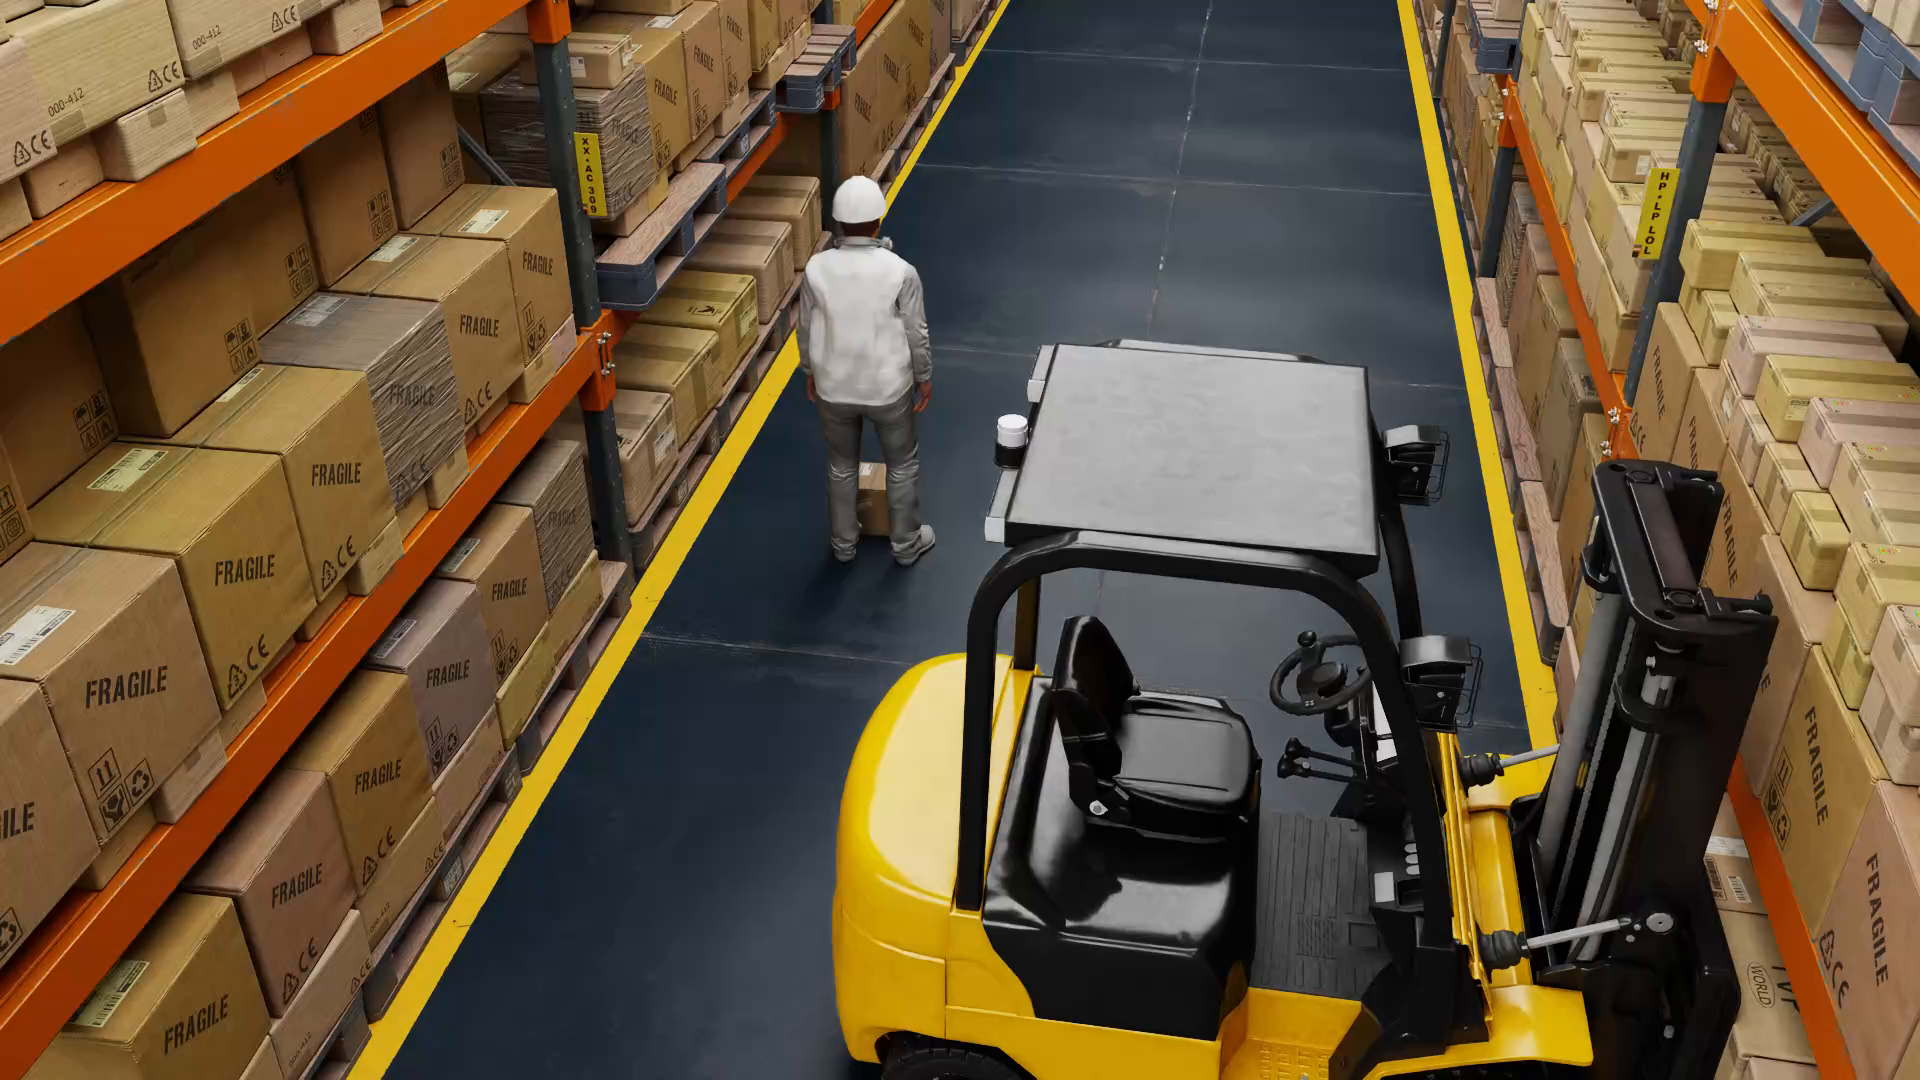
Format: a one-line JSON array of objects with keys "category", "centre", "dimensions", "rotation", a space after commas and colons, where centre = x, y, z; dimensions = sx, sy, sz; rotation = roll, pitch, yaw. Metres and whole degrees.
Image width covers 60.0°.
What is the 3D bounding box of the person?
[{"category": "person", "centre": [-0.408, -0.699, 7.223], "dimensions": [0.580, 1.772, 0.461], "rotation": [5, 33, 8]}]
